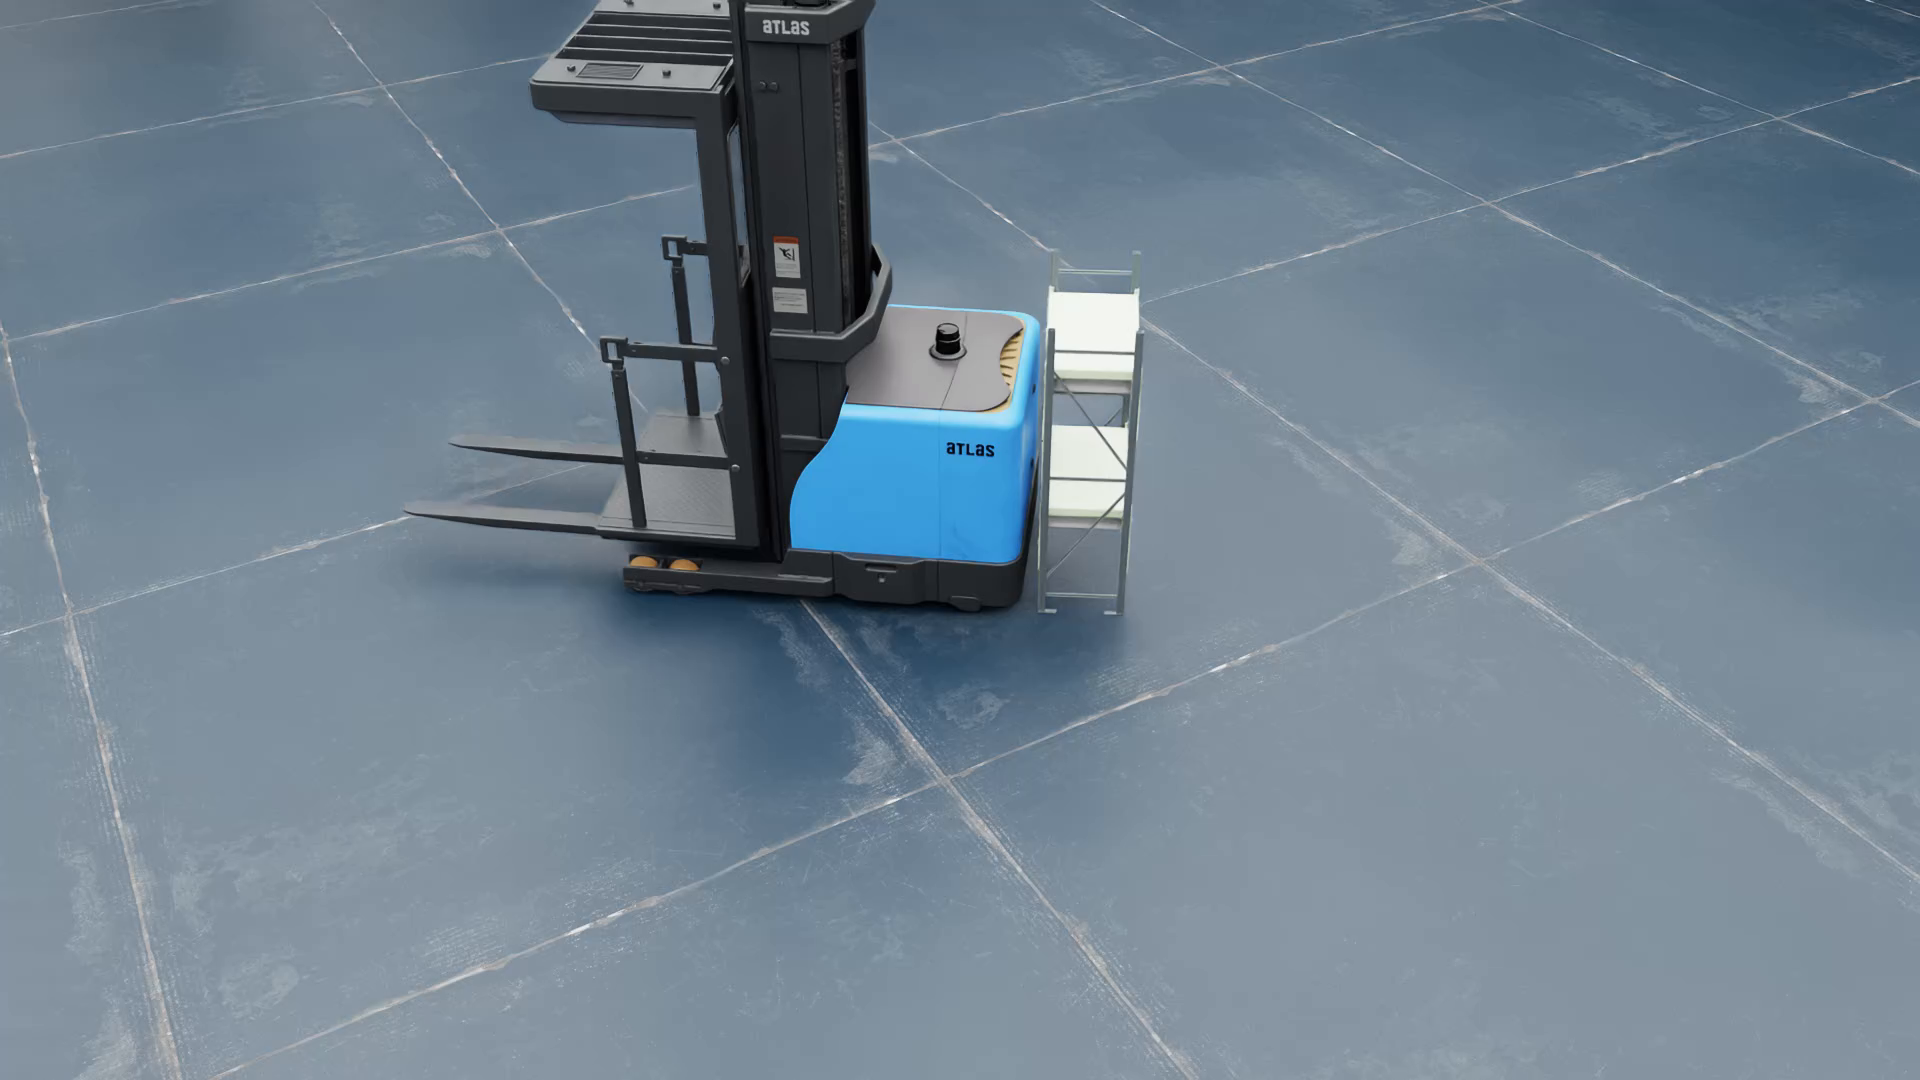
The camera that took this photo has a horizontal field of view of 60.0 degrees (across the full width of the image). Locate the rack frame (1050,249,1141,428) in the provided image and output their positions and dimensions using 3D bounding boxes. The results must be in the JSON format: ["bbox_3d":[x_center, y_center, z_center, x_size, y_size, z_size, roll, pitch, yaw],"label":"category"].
[{"bbox_3d":[0.612,-0.694,7.929,0.400,1.500,0.023,2,36,3],"label":"rack frame"}]

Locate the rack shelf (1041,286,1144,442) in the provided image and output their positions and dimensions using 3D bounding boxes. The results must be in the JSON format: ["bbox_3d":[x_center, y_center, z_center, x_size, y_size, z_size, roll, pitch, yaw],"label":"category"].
[{"bbox_3d":[0.588,-0.794,7.404,0.431,0.370,0.720,2,36,3],"label":"rack shelf"}]

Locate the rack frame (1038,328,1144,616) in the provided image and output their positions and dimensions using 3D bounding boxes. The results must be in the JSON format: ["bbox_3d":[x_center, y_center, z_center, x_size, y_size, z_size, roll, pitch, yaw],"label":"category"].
[{"bbox_3d":[0.564,-0.264,7.339,0.400,1.500,0.023,2,36,3],"label":"rack frame"}]

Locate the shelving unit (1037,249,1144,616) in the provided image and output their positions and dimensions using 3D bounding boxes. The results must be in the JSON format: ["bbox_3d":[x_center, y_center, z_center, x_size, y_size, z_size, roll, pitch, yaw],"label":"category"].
[{"bbox_3d":[0.588,-0.479,7.634,0.431,1.500,0.755,2,36,3],"label":"shelving unit"}]

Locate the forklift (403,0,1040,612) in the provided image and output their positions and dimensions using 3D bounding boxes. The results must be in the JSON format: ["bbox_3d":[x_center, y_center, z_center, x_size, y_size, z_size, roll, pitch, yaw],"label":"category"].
[{"bbox_3d":[-1.163,-1.229,7.447,3.031,2.935,1.130,4,36,6],"label":"forklift"}]

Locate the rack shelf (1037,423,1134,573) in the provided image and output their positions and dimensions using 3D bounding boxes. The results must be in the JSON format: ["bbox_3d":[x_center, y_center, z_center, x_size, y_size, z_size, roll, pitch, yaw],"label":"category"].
[{"bbox_3d":[0.588,-0.216,7.826,0.431,0.370,0.720,2,36,3],"label":"rack shelf"}]
